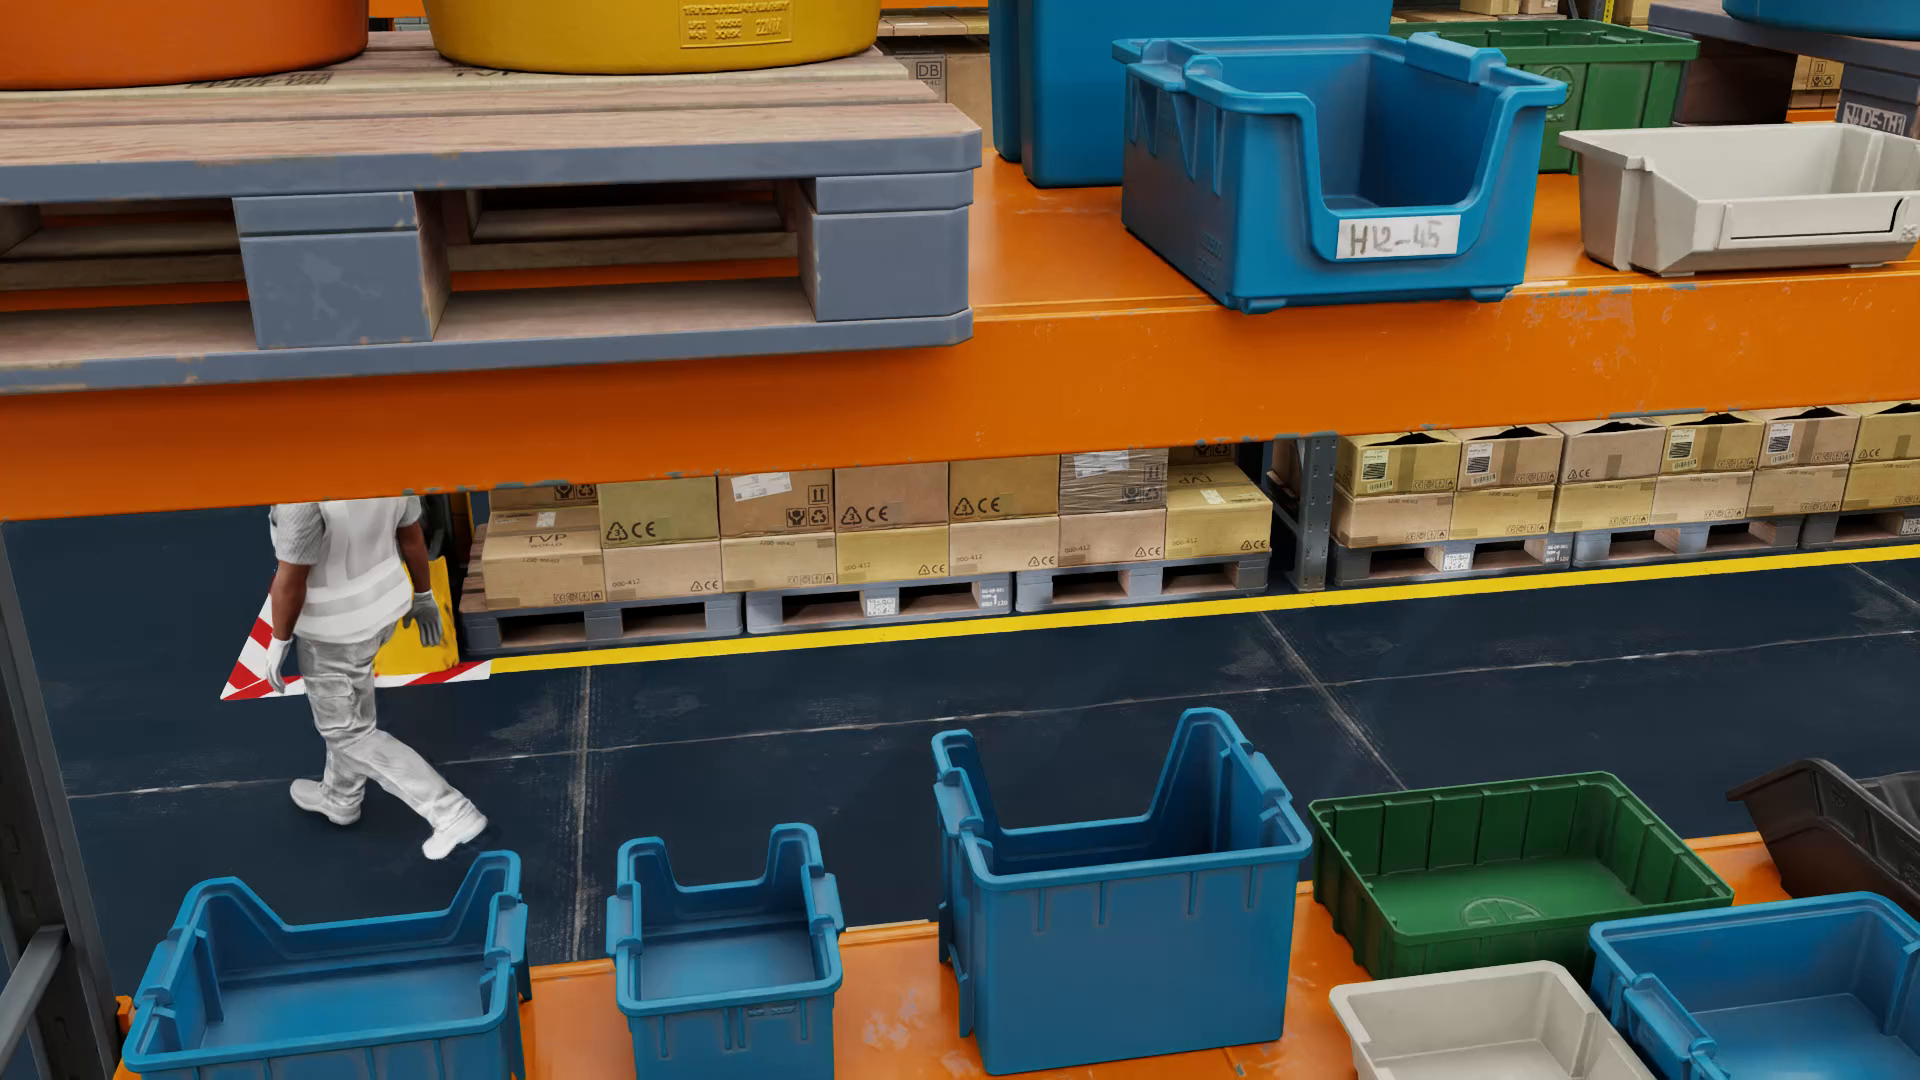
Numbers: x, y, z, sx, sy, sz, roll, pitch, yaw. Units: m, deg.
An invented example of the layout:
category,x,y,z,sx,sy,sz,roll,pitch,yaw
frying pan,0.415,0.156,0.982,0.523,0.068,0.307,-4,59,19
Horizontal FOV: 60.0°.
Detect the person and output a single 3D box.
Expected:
category,x,y,z,sx,sy,sz,roll,pitch,yaw
person,-1.996,0.253,5.479,0.976,1.745,0.587,8,24,17
